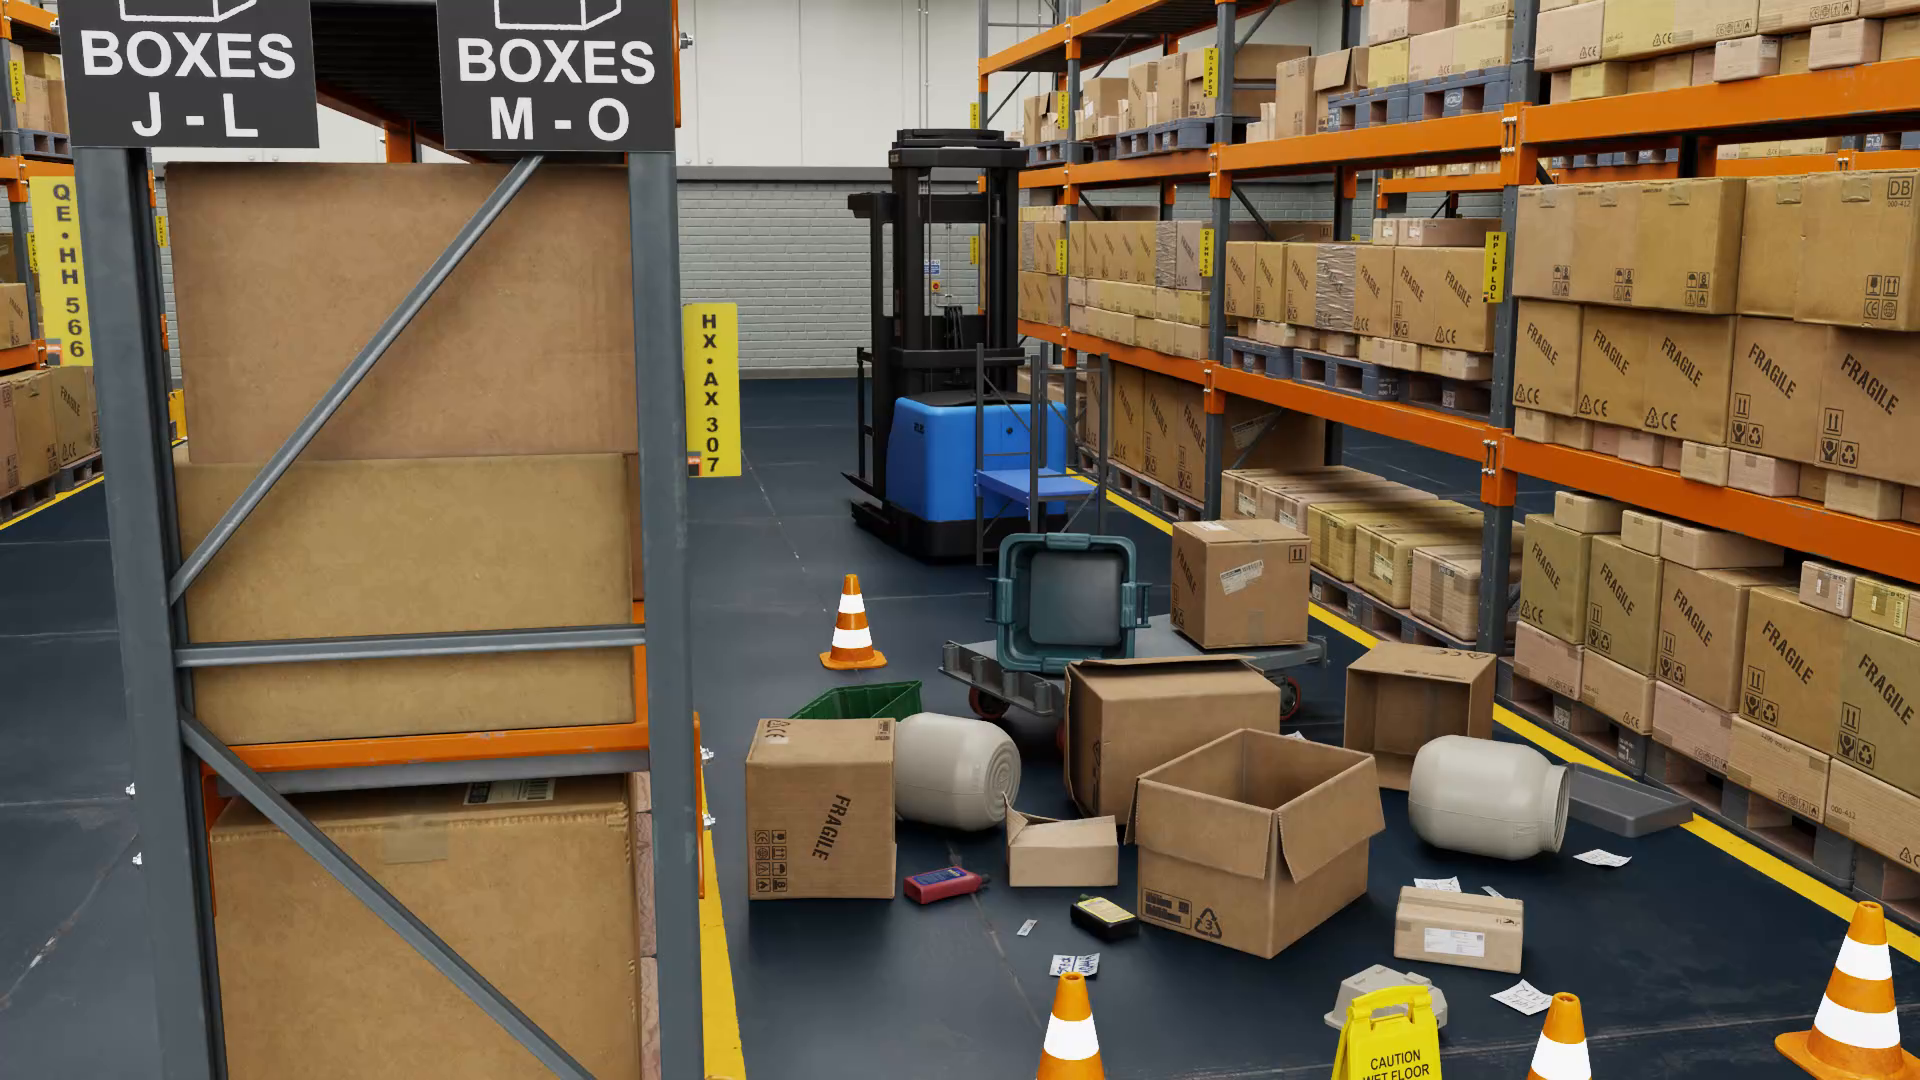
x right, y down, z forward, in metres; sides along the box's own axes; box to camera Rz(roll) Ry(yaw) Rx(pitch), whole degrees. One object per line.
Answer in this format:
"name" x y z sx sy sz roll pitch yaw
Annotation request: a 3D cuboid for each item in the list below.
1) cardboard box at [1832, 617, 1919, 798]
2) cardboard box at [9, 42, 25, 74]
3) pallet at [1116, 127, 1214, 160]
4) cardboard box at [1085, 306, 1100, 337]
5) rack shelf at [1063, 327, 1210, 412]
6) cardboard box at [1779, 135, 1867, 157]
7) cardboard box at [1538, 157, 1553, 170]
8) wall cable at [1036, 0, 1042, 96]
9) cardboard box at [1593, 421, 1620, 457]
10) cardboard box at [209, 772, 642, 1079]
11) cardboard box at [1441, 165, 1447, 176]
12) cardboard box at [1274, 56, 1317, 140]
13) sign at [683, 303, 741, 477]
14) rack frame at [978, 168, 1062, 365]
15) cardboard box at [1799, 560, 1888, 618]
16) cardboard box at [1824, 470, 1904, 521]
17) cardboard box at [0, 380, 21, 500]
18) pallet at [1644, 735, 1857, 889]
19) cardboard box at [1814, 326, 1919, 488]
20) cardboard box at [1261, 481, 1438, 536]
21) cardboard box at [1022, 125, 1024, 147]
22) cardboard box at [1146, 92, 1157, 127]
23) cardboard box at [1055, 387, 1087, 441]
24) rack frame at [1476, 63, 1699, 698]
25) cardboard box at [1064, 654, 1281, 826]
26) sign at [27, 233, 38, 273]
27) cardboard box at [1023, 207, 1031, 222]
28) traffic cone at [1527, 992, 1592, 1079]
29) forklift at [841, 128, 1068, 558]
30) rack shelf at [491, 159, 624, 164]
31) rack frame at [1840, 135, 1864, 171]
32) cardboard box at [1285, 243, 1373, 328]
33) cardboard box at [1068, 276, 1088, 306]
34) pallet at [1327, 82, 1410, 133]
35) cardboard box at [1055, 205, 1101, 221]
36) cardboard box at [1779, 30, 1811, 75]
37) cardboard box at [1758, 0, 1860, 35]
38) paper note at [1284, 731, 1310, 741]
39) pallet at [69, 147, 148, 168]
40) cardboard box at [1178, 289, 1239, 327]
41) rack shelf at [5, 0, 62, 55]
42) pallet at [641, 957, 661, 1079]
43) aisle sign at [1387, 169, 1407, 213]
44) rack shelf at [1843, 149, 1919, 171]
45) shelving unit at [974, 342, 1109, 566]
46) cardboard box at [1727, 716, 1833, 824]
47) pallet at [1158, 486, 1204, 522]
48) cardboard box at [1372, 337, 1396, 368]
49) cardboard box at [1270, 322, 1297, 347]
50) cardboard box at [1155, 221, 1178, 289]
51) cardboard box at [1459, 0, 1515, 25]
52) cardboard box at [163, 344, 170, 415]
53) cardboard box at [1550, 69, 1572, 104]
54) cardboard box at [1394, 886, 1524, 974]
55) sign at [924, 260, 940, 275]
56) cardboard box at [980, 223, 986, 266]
"cardboard box" 3.309 0.547 5.524 0.500 0.500 0.500 -2 11 -9
"cardboard box" -8.406 -4.155 14.321 0.500 0.250 0.500 -3 11 -15
"pallet" 1.872 -3.165 13.285 1.003 0.211 1.213 -2 11 -8
"cardboard box" 1.420 -1.938 14.756 0.500 0.250 0.500 -2 11 -12
"rack shelf" 1.880 -1.476 13.855 1.077 0.370 4.000 -2 11 -11
"cardboard box" 6.800 -3.129 12.994 0.500 0.250 0.500 -2 11 -13
"cardboard box" 6.000 -3.783 16.700 0.380 0.149 0.250 -2 11 -11
"wall cable" 0.069 -6.937 24.577 2.355 3.000 0.029 -2 11 -11
"cardboard box" 2.976 -0.444 7.181 0.380 0.149 0.250 -2 11 -11
"cardboard box" -1.207 0.918 3.909 0.875 0.875 0.875 -2 11 -11
"cardboard box" 5.640 -4.160 18.677 0.380 0.149 0.250 -2 11 -12
"cardboard box" 2.444 -2.811 10.656 0.700 0.500 0.500 -2 11 -11
"sign" -0.465 -0.280 3.121 0.100 0.325 0.005 -2 11 -11
"rack frame" 0.713 -2.930 19.569 1.000 3.000 0.127 -2 11 -11
"cardboard box" 3.181 0.165 5.799 0.380 0.149 0.250 -2 11 -9
"cardboard box" 3.225 -0.165 5.714 0.380 0.149 0.250 -2 11 -12
"cardboard box" -7.911 -0.718 12.507 1.225 0.875 0.875 -3 11 -13
"pallet" 3.453 0.987 6.449 1.003 0.211 1.213 -2 11 -11
"cardboard box" 3.263 -0.464 5.551 0.500 0.500 0.500 -2 11 -11
"cardboard box" 2.521 -0.139 10.811 0.950 0.372 0.625 -2 11 -12
"cardboard box" 0.955 -4.339 17.797 0.500 0.311 0.500 -2 11 -10
"cardboard box" 1.658 -3.317 12.814 0.396 0.266 0.258 -2 11 -12
"cardboard box" 1.475 -1.263 16.541 0.875 0.438 0.875 -2 11 -12
"rack frame" 3.047 -0.729 8.006 1.000 3.000 0.127 -2 11 -11
"cardboard box" 0.810 0.763 6.481 0.797 0.637 0.503 -2 11 -11
"sign" -7.699 -2.388 13.834 0.100 0.325 0.005 -2 11 -11
"cardboard box" 0.870 -3.382 17.265 0.380 0.149 0.250 -2 11 -11
"traffic cone" 1.454 1.321 4.017 0.336 0.463 0.334 -2 11 -11
"forklift" -0.201 -1.551 12.509 1.130 2.935 3.031 -4 11 -18
"rack shelf" -2.956 -2.751 12.532 1.077 0.370 4.000 -2 11 -11
"rack frame" 7.138 -1.644 12.813 1.000 3.000 0.127 -2 11 -11
"cardboard box" 2.348 -1.581 10.295 0.500 0.500 0.500 -2 11 -10
"cardboard box" 1.300 -2.278 15.204 0.500 0.250 0.500 -2 11 -13
"pallet" 2.827 -2.418 9.357 1.213 0.211 1.003 -2 11 -11
"cardboard box" 1.119 -3.100 15.787 0.380 0.149 0.250 -2 11 -12
"cardboard box" 3.167 -1.730 5.913 0.380 0.149 0.250 -2 11 -11
"cardboard box" 3.159 -1.906 5.769 0.500 0.250 0.500 -2 11 -10
"paper note" 1.477 0.888 7.447 0.148 0.019 0.142 -2 11 -11
"pallet" -8.853 -3.864 16.691 1.003 0.211 1.213 -2 11 -11
"cardboard box" 1.926 -1.715 12.246 0.500 0.250 0.500 -2 11 -11
"rack shelf" -8.618 -4.600 15.293 1.077 0.370 4.000 -2 11 -11
"pallet" -1.243 1.429 4.125 1.003 0.211 1.213 -2 11 -11
"aisle sign" 5.280 -4.390 20.288 0.394 0.787 0.004 -2 11 -11
"rack shelf" 7.526 -2.398 10.672 1.077 0.370 4.000 -2 11 -11
"shelving unit" 0.509 -0.486 10.741 0.538 1.500 1.048 -4 11 -18
"cardboard box" 3.204 0.819 6.101 0.500 0.250 0.500 -3 11 -13
"pallet" 2.190 -0.240 12.895 1.003 0.211 1.213 -2 11 -11
"cardboard box" 2.504 -1.038 9.177 0.380 0.149 0.250 -2 11 -11
"cardboard box" 2.213 -1.323 10.676 0.380 0.149 0.250 -2 11 -11
"cardboard box" 1.804 -2.182 12.699 0.500 0.500 0.500 -2 11 -10
"cardboard box" 2.810 -2.683 8.188 0.500 0.250 0.500 -2 11 -10
"cardboard box" -8.804 -1.618 17.234 0.875 0.875 0.875 -2 11 -11
"cardboard box" 2.866 -2.013 7.398 0.380 0.149 0.250 -2 11 -12
"cardboard box" 1.589 1.238 5.295 0.380 0.149 0.250 4 11 18
"sign" -0.465 -4.106 25.023 0.327 0.218 0.001 -2 11 -11
"cardboard box" 0.527 -3.372 18.950 0.500 0.500 0.500 -2 11 -12
